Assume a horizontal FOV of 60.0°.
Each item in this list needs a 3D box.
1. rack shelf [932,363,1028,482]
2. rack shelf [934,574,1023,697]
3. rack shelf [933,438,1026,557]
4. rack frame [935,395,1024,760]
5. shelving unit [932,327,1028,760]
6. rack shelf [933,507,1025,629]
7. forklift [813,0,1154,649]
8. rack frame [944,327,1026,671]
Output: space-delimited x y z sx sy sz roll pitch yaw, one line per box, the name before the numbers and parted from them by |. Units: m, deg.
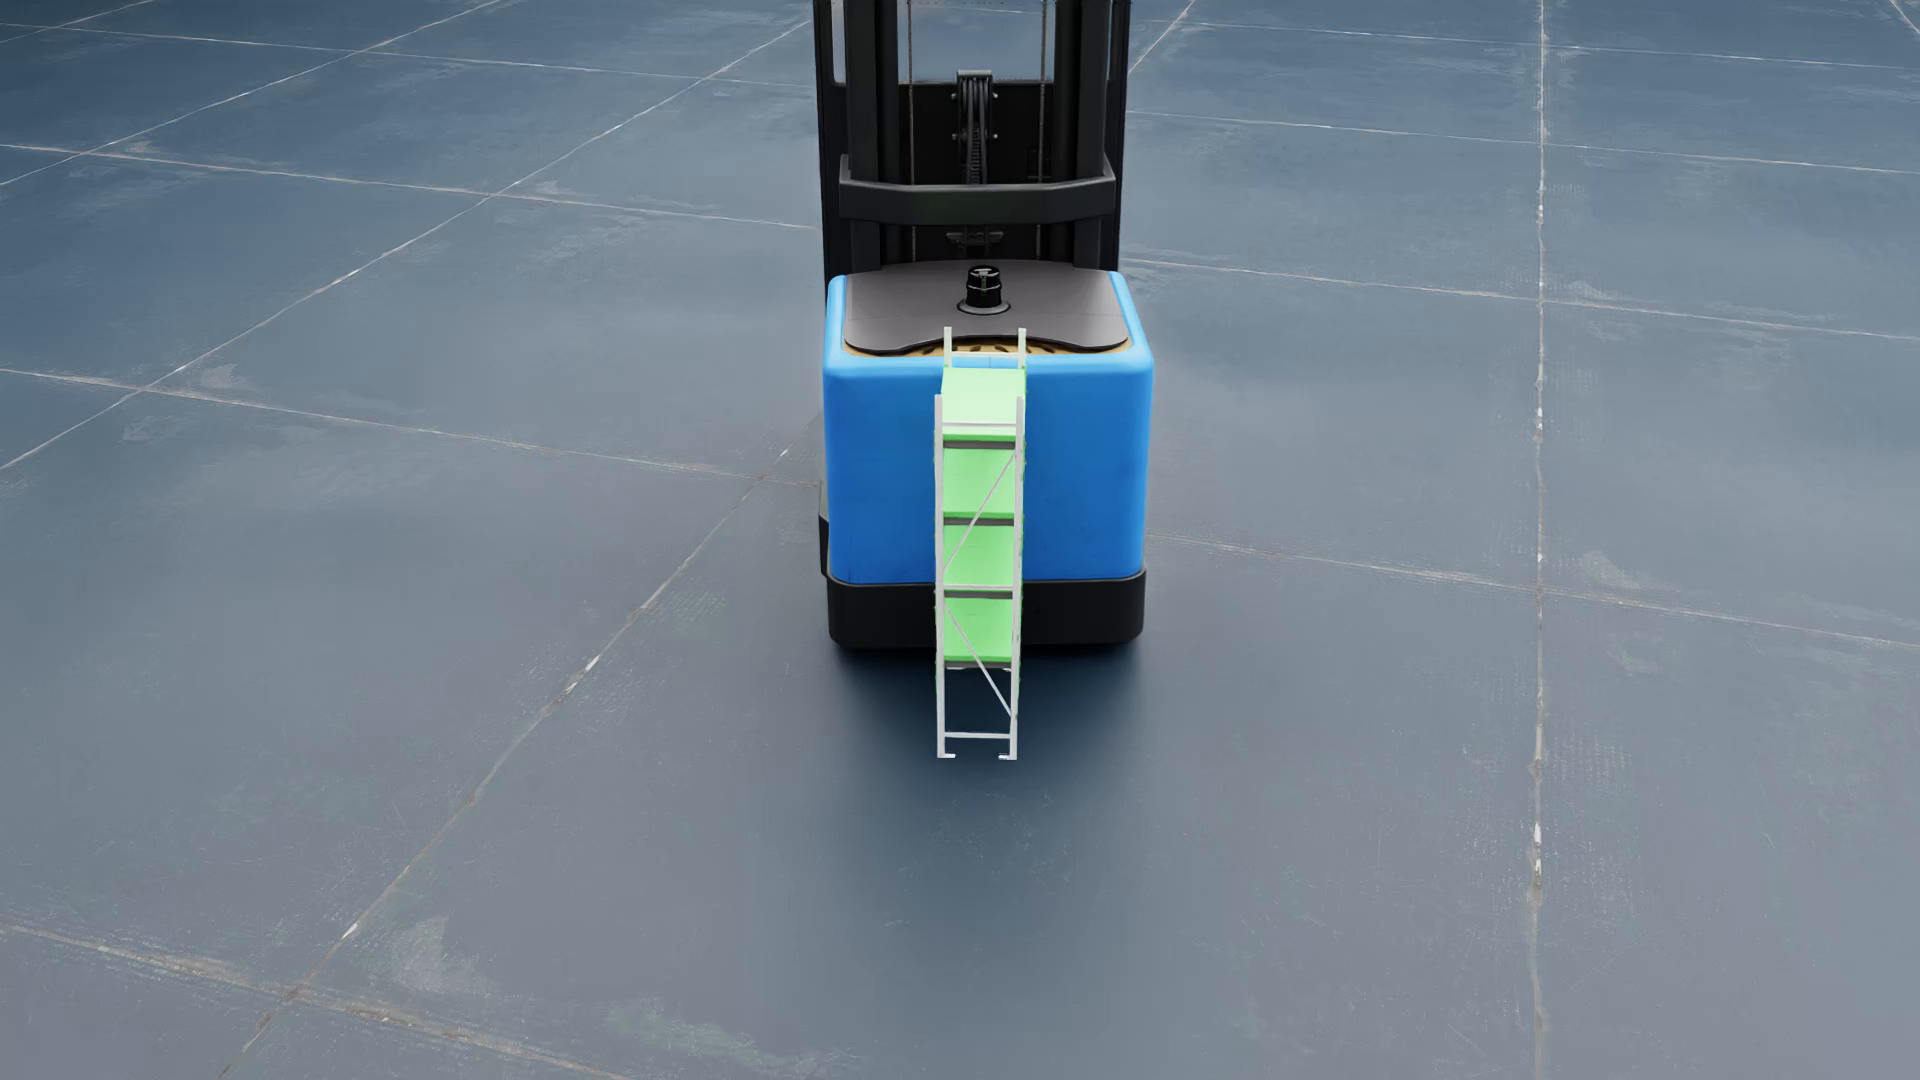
rack shelf | 0.063 -0.344 4.778 0.258 0.148 0.480 1 29 2
rack shelf | 0.063 0.285 5.128 0.258 0.148 0.480 1 29 2
rack shelf | 0.063 -0.134 4.895 0.258 0.148 0.480 1 29 2
rack frame | 0.052 0.138 4.767 0.240 1.200 0.015 1 29 2
shelving unit | 0.063 0.020 4.980 0.258 1.200 0.503 1 29 2
rack shelf | 0.063 0.076 5.011 0.258 0.148 0.480 1 29 2
forklift | 0.029 -1.604 6.119 1.130 2.935 3.031 -1 29 -2
rack frame | 0.074 -0.099 5.193 0.240 1.200 0.015 1 29 2
